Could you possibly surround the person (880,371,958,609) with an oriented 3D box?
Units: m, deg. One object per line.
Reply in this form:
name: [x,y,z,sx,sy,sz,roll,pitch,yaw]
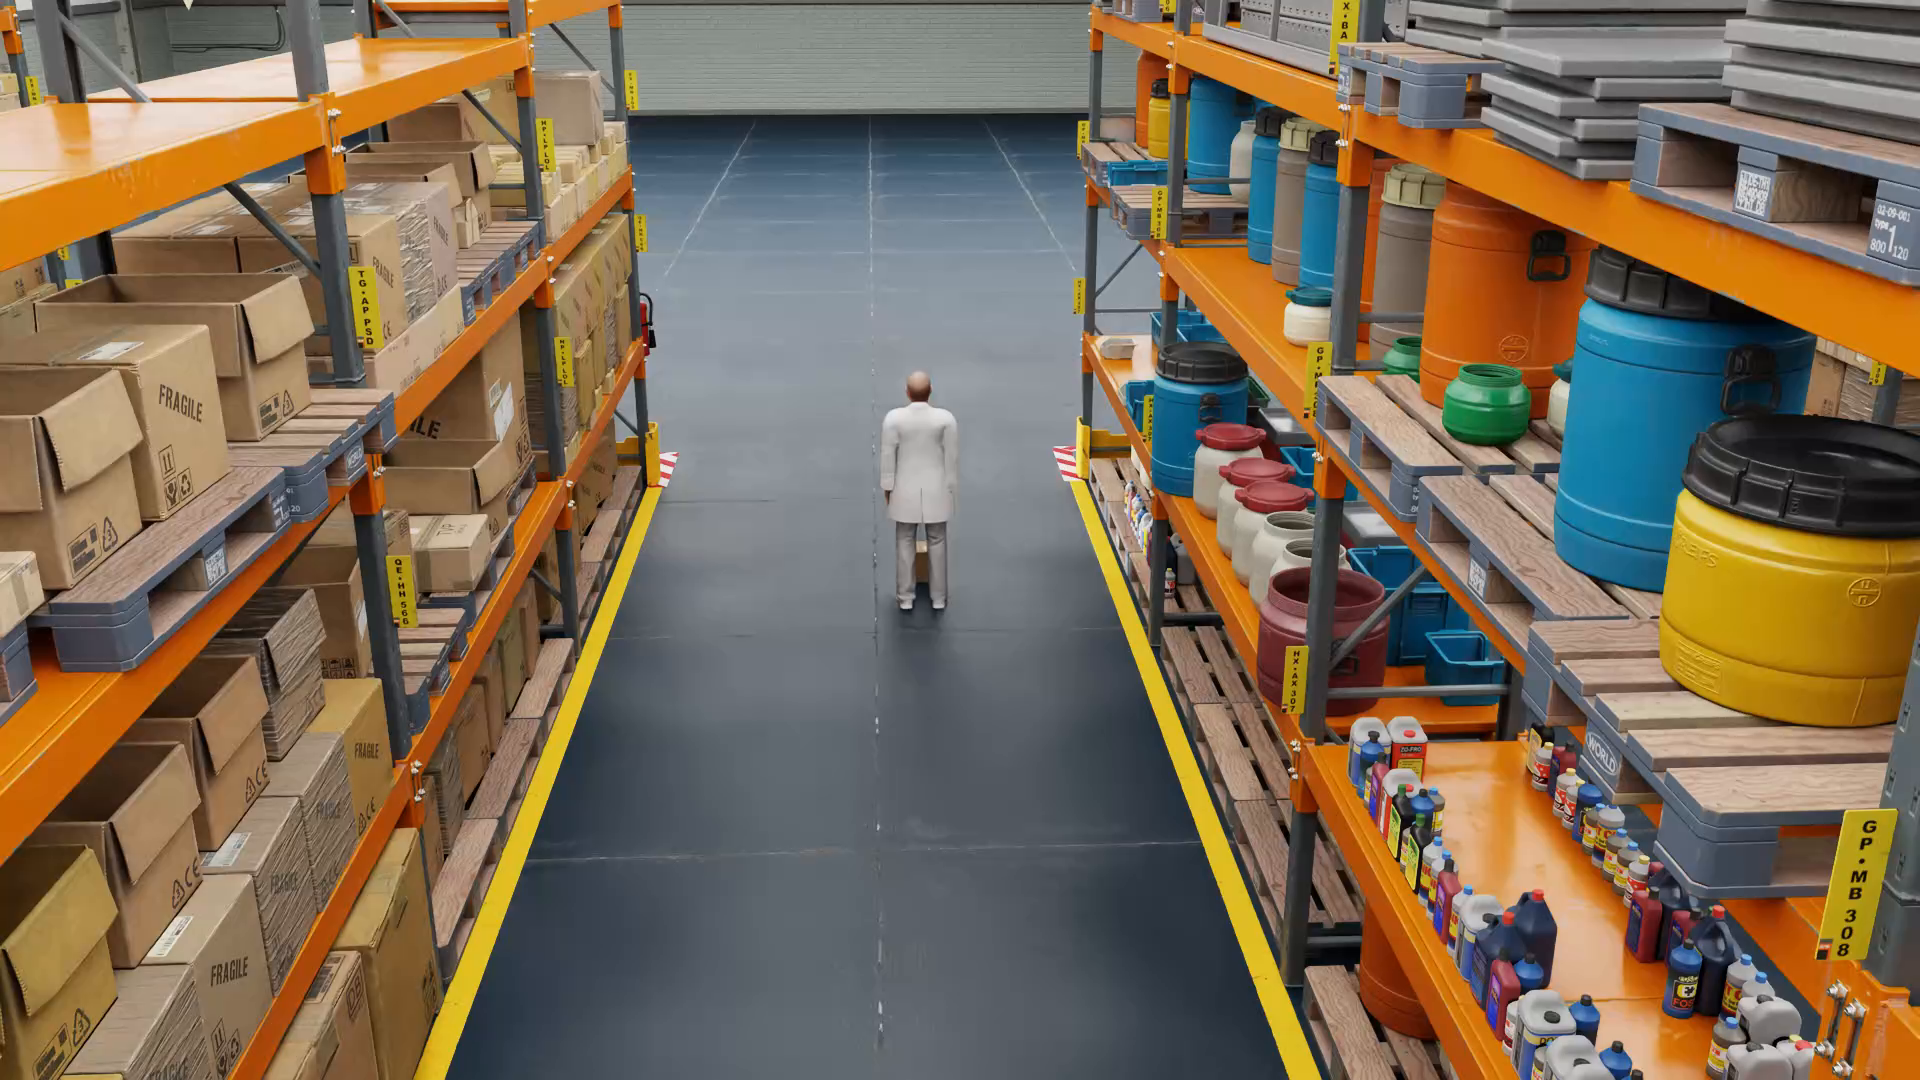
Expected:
person: [-0.299,-0.374,12.118,0.564,1.780,0.377,-1,20,-2]
